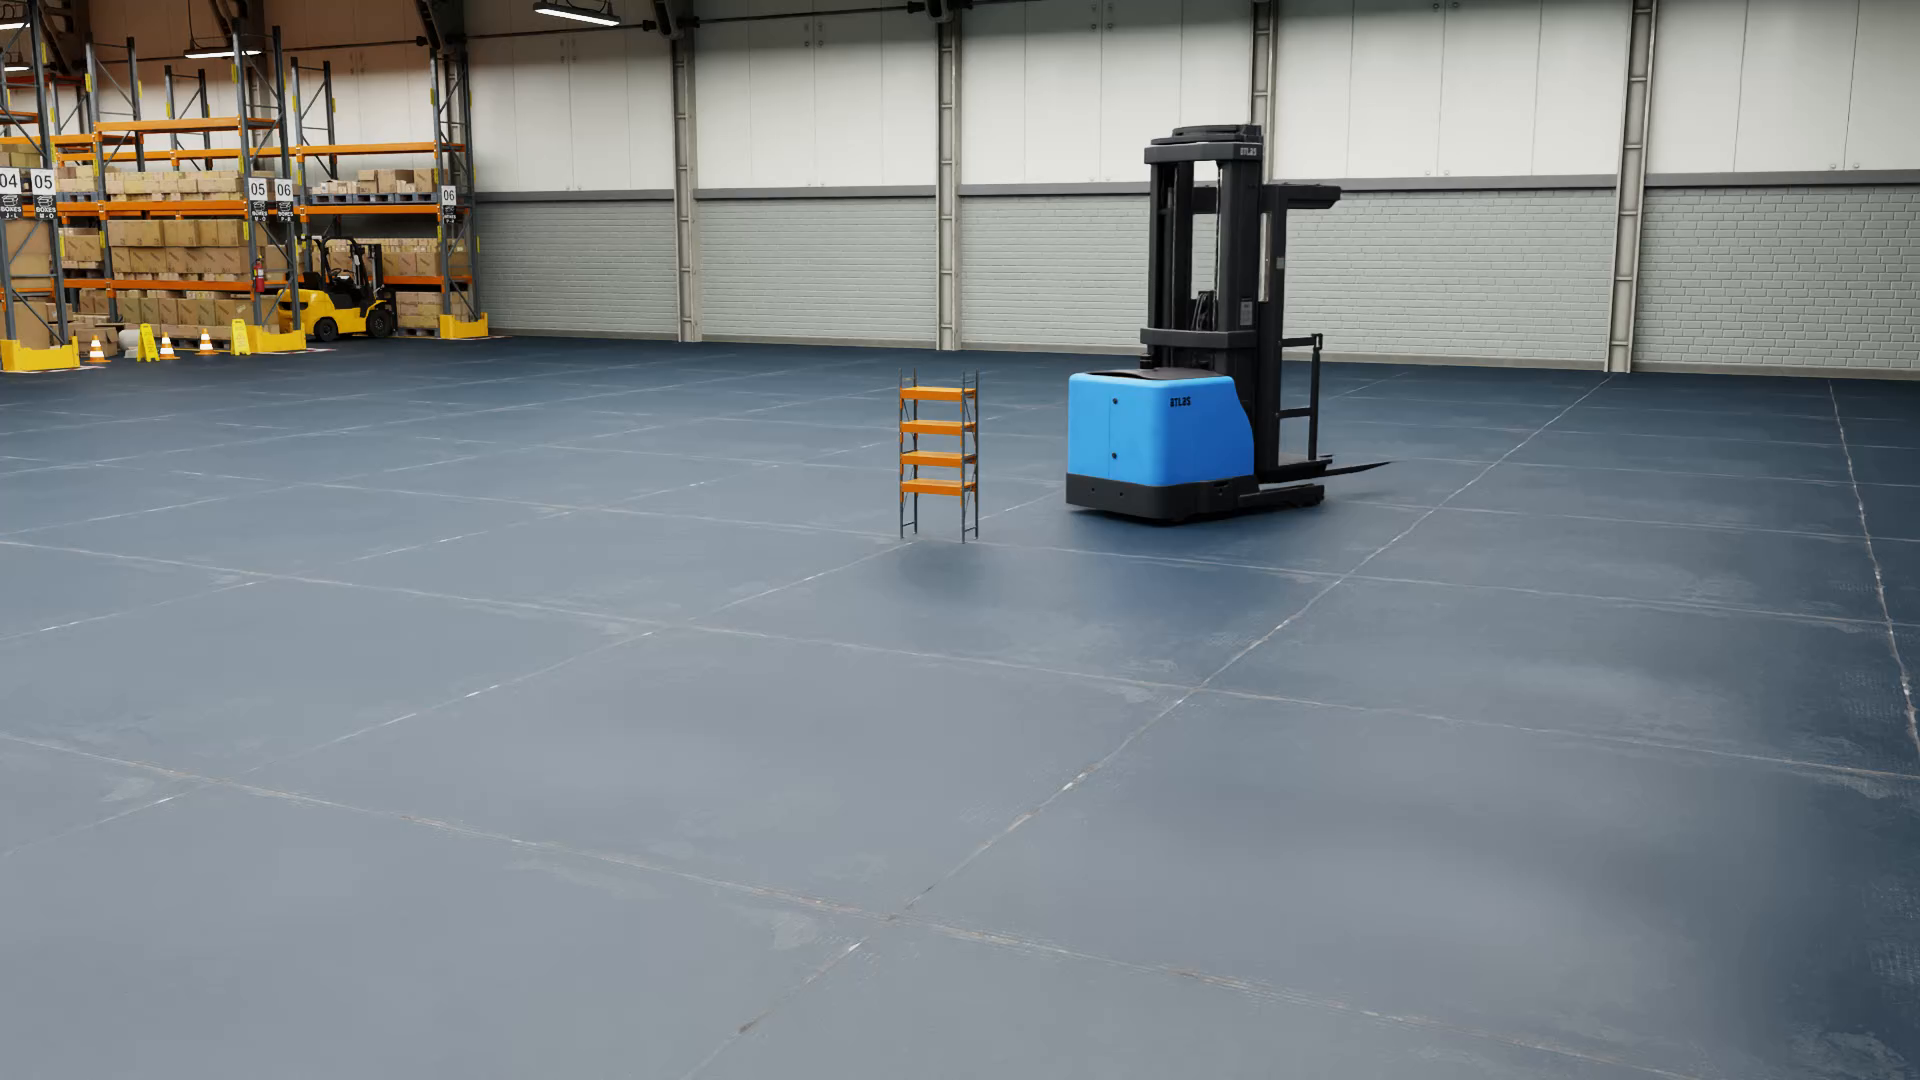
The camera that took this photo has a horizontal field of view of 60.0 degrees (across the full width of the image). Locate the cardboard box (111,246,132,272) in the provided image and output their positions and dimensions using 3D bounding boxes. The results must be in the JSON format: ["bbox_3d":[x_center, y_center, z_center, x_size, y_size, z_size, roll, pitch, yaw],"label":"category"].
[{"bbox_3d":[-16.256,-5.510,32.636,0.500,0.500,0.500,5,11,26],"label":"cardboard box"}]

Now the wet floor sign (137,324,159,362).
[{"bbox_3d":[-14.137,-3.435,28.899,0.232,0.644,0.267,3,11,16],"label":"wet floor sign"}]

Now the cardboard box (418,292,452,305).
[{"bbox_3d":[-11.298,-5.203,35.792,0.500,0.250,0.500,5,12,28],"label":"cardboard box"}]

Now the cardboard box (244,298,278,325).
[{"bbox_3d":[-13.562,-4.410,32.113,0.500,0.500,0.500,5,11,24],"label":"cardboard box"}]

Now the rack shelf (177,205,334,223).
[{"bbox_3d":[-16.127,-7.466,38.158,4.000,0.370,1.077,5,11,26],"label":"rack shelf"}]

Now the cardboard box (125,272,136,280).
[{"bbox_3d":[-16.137,-5.182,32.646,0.250,0.149,0.380,5,12,27],"label":"cardboard box"}]

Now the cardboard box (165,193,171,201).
[{"bbox_3d":[-14.971,-6.560,31.838,0.250,0.149,0.380,5,11,26],"label":"cardboard box"}]

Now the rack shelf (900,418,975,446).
[{"bbox_3d":[-0.148,-0.757,11.668,0.480,0.148,0.258,5,11,26],"label":"rack shelf"}]

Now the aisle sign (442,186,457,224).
[{"bbox_3d":[-10.818,-7.098,35.229,0.004,0.787,0.394,5,11,26],"label":"aisle sign"}]

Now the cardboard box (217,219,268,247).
[{"bbox_3d":[-13.494,-5.771,31.272,0.500,0.500,0.700,5,11,24],"label":"cardboard box"}]

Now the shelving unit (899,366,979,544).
[{"bbox_3d":[-0.148,-0.603,11.695,0.503,1.200,0.258,5,11,26],"label":"shelving unit"}]

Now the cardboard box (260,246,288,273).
[{"bbox_3d":[-13.242,-5.355,31.782,0.500,0.500,0.500,5,11,25],"label":"cardboard box"}]

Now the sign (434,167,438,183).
[{"bbox_3d":[-10.999,-7.659,34.937,0.005,0.325,0.100,5,11,26],"label":"sign"}]

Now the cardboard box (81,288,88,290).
[{"bbox_3d":[-21.277,-6.198,40.737,0.250,0.149,0.380,5,11,25],"label":"cardboard box"}]

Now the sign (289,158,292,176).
[{"bbox_3d":[-12.700,-7.071,31.501,0.005,0.325,0.100,5,11,26],"label":"sign"}]

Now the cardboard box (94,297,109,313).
[{"bbox_3d":[-20.692,-5.679,40.526,0.500,0.500,0.500,5,11,25],"label":"cardboard box"}]

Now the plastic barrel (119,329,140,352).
[{"bbox_3d":[-15.462,-3.732,31.160,0.512,0.421,0.421,-4,11,-23],"label":"plastic barrel"}]

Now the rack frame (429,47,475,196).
[{"bbox_3d":[-10.747,-8.823,35.214,0.127,3.000,1.000,5,11,26],"label":"rack frame"}]

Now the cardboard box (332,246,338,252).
[{"bbox_3d":[-13.685,-6.452,36.853,0.250,0.149,0.380,5,11,26],"label":"cardboard box"}]

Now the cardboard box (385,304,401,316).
[{"bbox_3d":[-12.239,-5.038,36.282,0.500,0.250,0.500,5,11,25],"label":"cardboard box"}]

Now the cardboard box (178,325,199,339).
[{"bbox_3d":[-14.716,-4.035,32.144,0.500,0.250,0.500,5,11,24],"label":"cardboard box"}]

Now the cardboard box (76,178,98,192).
[{"bbox_3d":[-17.115,-7.025,32.944,0.500,0.250,0.500,5,11,25],"label":"cardboard box"}]

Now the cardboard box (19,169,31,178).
[{"bbox_3d":[-15.205,-5.966,27.096,0.250,0.149,0.380,5,11,26],"label":"cardboard box"}]

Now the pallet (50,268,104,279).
[{"bbox_3d":[-18.321,-5.465,34.041,1.213,0.211,1.003,5,11,26],"label":"pallet"}]

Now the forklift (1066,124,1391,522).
[{"bbox_3d":[2.283,-1.762,13.237,3.031,2.935,1.130,-8,13,-38],"label":"forklift"}]

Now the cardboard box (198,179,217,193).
[{"bbox_3d":[-13.962,-6.666,31.304,0.500,0.250,0.500,5,11,25],"label":"cardboard box"}]

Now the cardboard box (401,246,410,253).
[{"bbox_3d":[-11.847,-6.289,35.956,0.250,0.149,0.380,5,11,25],"label":"cardboard box"}]

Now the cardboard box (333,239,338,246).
[{"bbox_3d":[-13.672,-6.604,36.859,0.250,0.149,0.380,5,11,25],"label":"cardboard box"}]

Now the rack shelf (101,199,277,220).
[{"bbox_3d":[-14.733,-6.358,32.035,4.000,0.370,1.077,5,11,26],"label":"rack shelf"}]

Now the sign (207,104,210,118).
[{"bbox_3d":[-17.679,-10.080,39.092,0.005,0.325,0.100,5,11,26],"label":"sign"}]

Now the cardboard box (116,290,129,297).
[{"bbox_3d":[-20.327,-5.969,40.307,0.250,0.149,0.380,5,11,26],"label":"cardboard box"}]

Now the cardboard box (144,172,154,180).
[{"bbox_3d":[-15.441,-6.987,31.956,0.250,0.149,0.380,5,11,24],"label":"cardboard box"}]

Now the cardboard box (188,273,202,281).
[{"bbox_3d":[-14.548,-5.040,31.858,0.250,0.149,0.380,5,11,25],"label":"cardboard box"}]

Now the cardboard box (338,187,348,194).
[{"bbox_3d":[-13.377,-7.650,36.401,0.250,0.149,0.380,5,12,28],"label":"cardboard box"}]

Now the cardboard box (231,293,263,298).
[{"bbox_3d":[-16.778,-5.438,38.845,0.625,0.625,0.875,5,12,28],"label":"cardboard box"}]

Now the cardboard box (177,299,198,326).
[{"bbox_3d":[-14.692,-4.404,32.076,0.500,0.500,0.500,5,11,24],"label":"cardboard box"}]

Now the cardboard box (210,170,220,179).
[{"bbox_3d":[-13.825,-6.846,31.179,0.250,0.149,0.380,5,11,25],"label":"cardboard box"}]

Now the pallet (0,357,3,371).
[{"bbox_3d":[-15.791,-2.958,27.482,1.213,0.211,1.003,5,11,26],"label":"pallet"}]

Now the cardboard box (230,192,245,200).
[{"bbox_3d":[-13.383,-6.414,31.031,0.250,0.149,0.380,5,11,26],"label":"cardboard box"}]

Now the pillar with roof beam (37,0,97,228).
[{"bbox_3d":[-23.639,-9.280,37.739,0.548,9.000,9.100,5,11,26],"label":"pillar with roof beam"}]

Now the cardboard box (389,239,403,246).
[{"bbox_3d":[-12.116,-6.446,35.985,0.250,0.149,0.380,5,12,27],"label":"cardboard box"}]

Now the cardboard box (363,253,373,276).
[{"bbox_3d":[-12.681,-6.038,36.388,0.500,0.500,0.500,5,11,26],"label":"cardboard box"}]

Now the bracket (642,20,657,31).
[{"bbox_3d":[-6.121,-10.297,33.247,0.430,0.232,0.235,5,11,26],"label":"bracket"}]

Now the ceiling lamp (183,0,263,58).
[{"bbox_3d":[-15.182,-11.649,34.437,2.000,3.185,0.800,5,11,26],"label":"ceiling lamp"}]

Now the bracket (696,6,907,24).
[{"bbox_3d":[-3.051,-10.027,31.757,4.783,0.066,0.076,5,11,26],"label":"bracket"}]

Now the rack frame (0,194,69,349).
[{"bbox_3d":[-15.039,-4.280,26.955,0.127,3.000,1.000,5,11,26],"label":"rack frame"}]

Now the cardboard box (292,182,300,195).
[{"bbox_3d":[-15.091,-7.893,37.285,0.500,0.311,0.500,5,11,24],"label":"cardboard box"}]

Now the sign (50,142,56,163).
[{"bbox_3d":[-14.788,-6.313,27.090,0.005,0.325,0.100,5,11,26],"label":"sign"}]

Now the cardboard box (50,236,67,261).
[{"bbox_3d":[-17.948,-5.876,33.479,0.500,0.500,0.500,5,12,28],"label":"cardboard box"}]

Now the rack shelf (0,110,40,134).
[{"bbox_3d":[-16.833,-6.839,27.391,4.000,0.370,1.077,5,11,26],"label":"rack shelf"}]

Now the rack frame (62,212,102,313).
[{"bbox_3d":[-21.508,-6.817,40.973,0.127,3.000,1.000,5,11,26],"label":"rack frame"}]

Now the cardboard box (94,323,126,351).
[{"bbox_3d":[-16.168,-3.863,31.664,0.500,0.500,0.500,-4,11,-23],"label":"cardboard box"}]
